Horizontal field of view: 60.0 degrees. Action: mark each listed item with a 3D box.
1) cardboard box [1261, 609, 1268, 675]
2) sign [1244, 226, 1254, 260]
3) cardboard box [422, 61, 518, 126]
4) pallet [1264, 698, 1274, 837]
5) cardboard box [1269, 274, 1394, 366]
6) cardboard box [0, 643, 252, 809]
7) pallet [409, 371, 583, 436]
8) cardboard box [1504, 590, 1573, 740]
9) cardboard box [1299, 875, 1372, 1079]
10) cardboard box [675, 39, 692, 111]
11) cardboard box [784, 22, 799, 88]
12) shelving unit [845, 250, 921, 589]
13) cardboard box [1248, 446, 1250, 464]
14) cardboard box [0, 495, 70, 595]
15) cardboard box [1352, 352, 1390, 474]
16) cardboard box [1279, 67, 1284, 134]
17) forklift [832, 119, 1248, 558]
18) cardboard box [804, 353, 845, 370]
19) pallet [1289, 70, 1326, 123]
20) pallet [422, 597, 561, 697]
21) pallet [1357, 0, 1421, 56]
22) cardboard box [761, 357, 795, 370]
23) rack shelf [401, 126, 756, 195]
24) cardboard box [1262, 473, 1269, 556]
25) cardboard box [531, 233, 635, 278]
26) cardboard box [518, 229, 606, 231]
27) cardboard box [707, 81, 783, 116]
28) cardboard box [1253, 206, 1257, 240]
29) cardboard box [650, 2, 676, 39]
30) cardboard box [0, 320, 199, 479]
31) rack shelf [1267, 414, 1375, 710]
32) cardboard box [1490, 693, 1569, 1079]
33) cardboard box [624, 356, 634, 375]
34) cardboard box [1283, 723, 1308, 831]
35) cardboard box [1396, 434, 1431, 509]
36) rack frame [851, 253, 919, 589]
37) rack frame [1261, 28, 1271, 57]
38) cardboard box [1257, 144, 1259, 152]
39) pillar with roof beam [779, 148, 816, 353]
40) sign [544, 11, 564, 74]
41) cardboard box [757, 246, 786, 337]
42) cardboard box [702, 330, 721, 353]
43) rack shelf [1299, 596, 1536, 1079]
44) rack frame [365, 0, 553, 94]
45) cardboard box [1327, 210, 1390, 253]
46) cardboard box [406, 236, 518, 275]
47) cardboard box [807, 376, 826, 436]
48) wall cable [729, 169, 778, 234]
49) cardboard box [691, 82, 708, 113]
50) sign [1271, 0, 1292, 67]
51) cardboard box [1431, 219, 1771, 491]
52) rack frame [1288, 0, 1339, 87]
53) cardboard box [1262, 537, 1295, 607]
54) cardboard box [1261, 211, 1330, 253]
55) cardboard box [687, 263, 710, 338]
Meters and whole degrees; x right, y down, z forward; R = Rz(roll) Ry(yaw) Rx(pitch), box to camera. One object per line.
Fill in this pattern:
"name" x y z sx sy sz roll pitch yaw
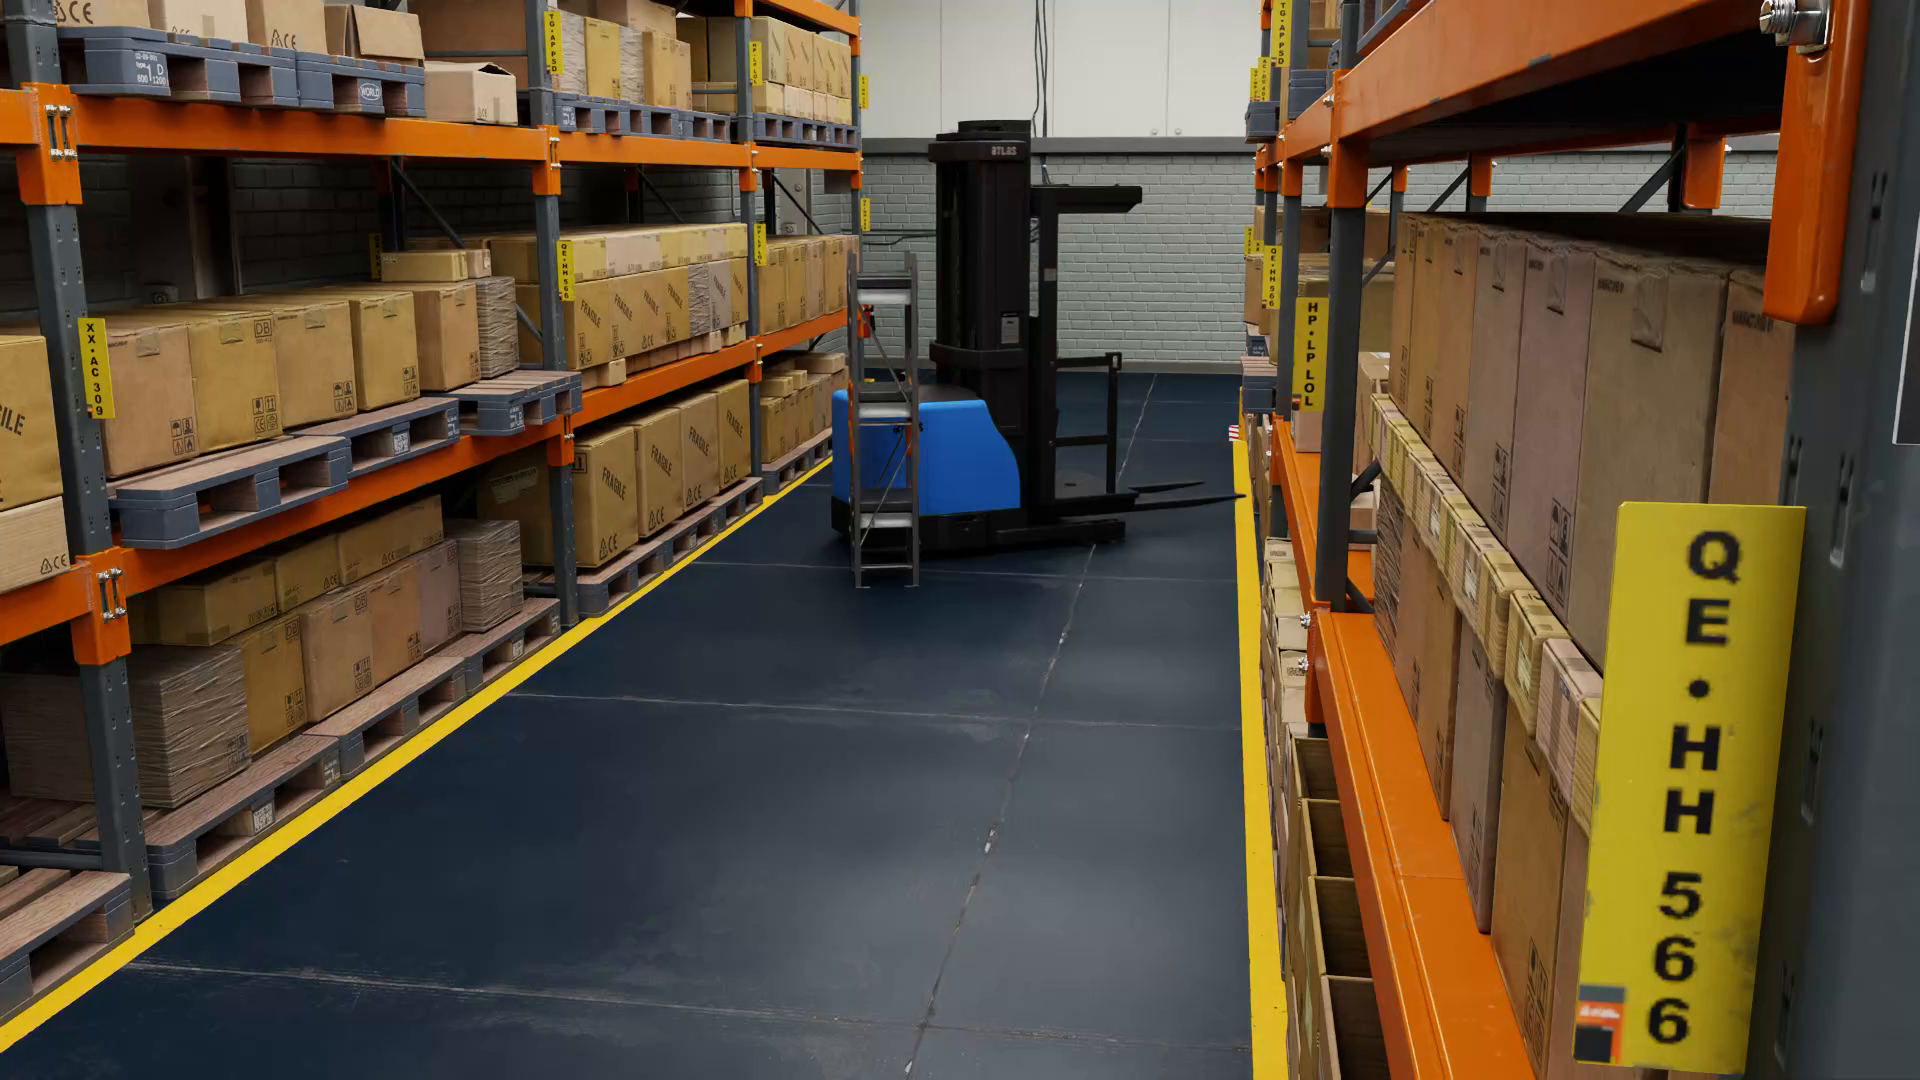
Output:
"cardboard box" 1.717 0.521 7.988 0.500 0.250 0.500 2 12 7
"sign" 2.858 -2.929 16.407 0.100 0.325 0.005 2 12 9
"cardboard box" -2.575 -2.256 8.386 0.500 0.311 0.500 2 12 9
"pallet" 1.809 0.964 7.019 1.003 0.211 1.213 2 12 9
"cardboard box" 2.150 -1.211 9.260 0.700 0.500 0.500 -2 12 -10
"cardboard box" -3.250 0.704 6.498 0.700 0.500 0.500 2 12 11
"pallet" -2.736 -0.737 8.747 1.213 0.211 1.003 2 12 9
"cardboard box" 0.963 0.176 2.278 0.380 0.149 0.250 2 12 10
"cardboard box" 1.015 1.077 3.626 0.500 0.500 0.500 2 12 9
"cardboard box" -2.360 -3.365 12.088 0.700 0.500 0.500 1 12 6
"cardboard box" -1.656 -4.075 14.004 0.500 0.500 0.500 2 12 7
"shelving unit" -0.491 -0.772 10.589 0.431 2.100 0.503 -1 12 -6
"cardboard box" 2.585 -0.684 13.772 0.380 0.149 0.250 2 12 9
"cardboard box" -3.120 0.022 5.078 0.500 0.250 0.500 2 12 9
"cardboard box" 1.922 -0.522 7.056 0.500 0.500 0.500 1 12 6
"cardboard box" 2.356 -2.644 9.785 0.910 0.500 0.500 2 12 9
"forklift" 0.637 -1.489 11.944 3.031 2.935 1.130 -5 13 -22
"cardboard box" -1.349 -1.766 16.466 0.380 0.149 0.250 2 12 8
"pallet" 2.148 -2.052 7.725 1.213 0.211 1.003 2 12 11
"pallet" -2.853 0.544 8.970 1.003 0.211 1.213 2 12 9
"pallet" 1.443 -1.234 3.692 1.003 0.211 1.213 2 12 9
"cardboard box" -1.804 -1.674 16.038 0.380 0.149 0.250 2 12 9
"rack shelf" -2.424 -2.513 11.122 1.077 0.370 4.000 2 12 9
"cardboard box" 2.156 -0.126 10.345 0.500 0.500 0.500 1 12 7
"cardboard box" -2.325 -1.751 10.227 0.500 0.250 0.500 2 12 8
"cardboard box" -2.675 -1.976 11.272 0.500 0.250 0.500 2 12 7
"cardboard box" -1.749 -3.597 13.567 0.500 0.250 0.500 2 12 8
"cardboard box" 3.066 -2.942 15.912 0.500 0.500 0.500 2 12 10
"cardboard box" -2.381 -3.733 12.012 0.500 0.250 0.500 3 12 13
"cardboard box" -3.234 -0.518 5.997 0.700 0.500 0.500 2 12 9
"rack shelf" 1.857 -0.054 6.834 1.077 0.370 4.000 2 12 9
"cardboard box" 1.176 0.485 2.387 0.700 0.500 0.500 2 12 9
"cardboard box" -2.332 -1.146 10.738 0.380 0.149 0.250 2 12 10
"cardboard box" 1.328 0.781 5.447 0.500 0.311 0.500 2 12 9
"cardboard box" 1.201 -0.145 3.771 0.380 0.149 0.250 2 12 8
"rack frame" -0.463 -0.720 10.352 0.400 2.100 0.015 -1 12 -6
"rack frame" 3.394 -5.420 15.785 1.000 3.000 0.127 2 12 9
"cardboard box" 2.975 -3.678 15.178 0.500 0.250 0.500 2 12 9
"pillar with roof beam" 2.313 -6.031 18.617 9.100 9.000 0.400 2 12 9
"sign" -2.195 -2.683 8.977 0.100 0.325 0.005 2 12 9
"cardboard box" -2.016 -2.074 13.784 0.980 0.700 0.700 2 12 10
"cardboard box" -1.971 -1.460 12.195 0.380 0.149 0.250 2 12 9
"rack shelf" 1.241 0.778 2.970 1.077 0.370 4.000 2 12 9
"rack frame" -2.731 -3.915 8.799 1.000 3.000 0.127 2 12 9
"cardboard box" 3.209 -2.389 13.349 0.500 0.500 0.500 1 12 7
"cardboard box" -2.918 -1.656 9.785 0.500 0.250 0.500 2 12 10
"cardboard box" -1.663 -1.273 15.717 0.700 0.500 0.500 1 12 7
"wall cable" -2.239 -3.441 18.430 0.084 1.984 1.851 2 12 9
"cardboard box" -2.242 -3.612 13.636 0.500 0.250 0.500 2 12 9
"sign" 1.628 -2.560 8.403 0.100 0.325 0.005 2 12 9
"cardboard box" 1.333 -0.371 3.277 0.700 0.500 0.500 2 12 9
"rack frame" 2.164 -3.755 8.058 1.000 3.000 0.127 2 12 9
"cardboard box" 1.793 0.142 8.414 0.500 0.311 0.500 2 12 11
"cardboard box" 2.601 -2.306 12.965 0.500 0.500 0.500 2 12 9
"cardboard box" -2.092 -1.704 11.789 0.500 0.500 0.500 2 12 9
